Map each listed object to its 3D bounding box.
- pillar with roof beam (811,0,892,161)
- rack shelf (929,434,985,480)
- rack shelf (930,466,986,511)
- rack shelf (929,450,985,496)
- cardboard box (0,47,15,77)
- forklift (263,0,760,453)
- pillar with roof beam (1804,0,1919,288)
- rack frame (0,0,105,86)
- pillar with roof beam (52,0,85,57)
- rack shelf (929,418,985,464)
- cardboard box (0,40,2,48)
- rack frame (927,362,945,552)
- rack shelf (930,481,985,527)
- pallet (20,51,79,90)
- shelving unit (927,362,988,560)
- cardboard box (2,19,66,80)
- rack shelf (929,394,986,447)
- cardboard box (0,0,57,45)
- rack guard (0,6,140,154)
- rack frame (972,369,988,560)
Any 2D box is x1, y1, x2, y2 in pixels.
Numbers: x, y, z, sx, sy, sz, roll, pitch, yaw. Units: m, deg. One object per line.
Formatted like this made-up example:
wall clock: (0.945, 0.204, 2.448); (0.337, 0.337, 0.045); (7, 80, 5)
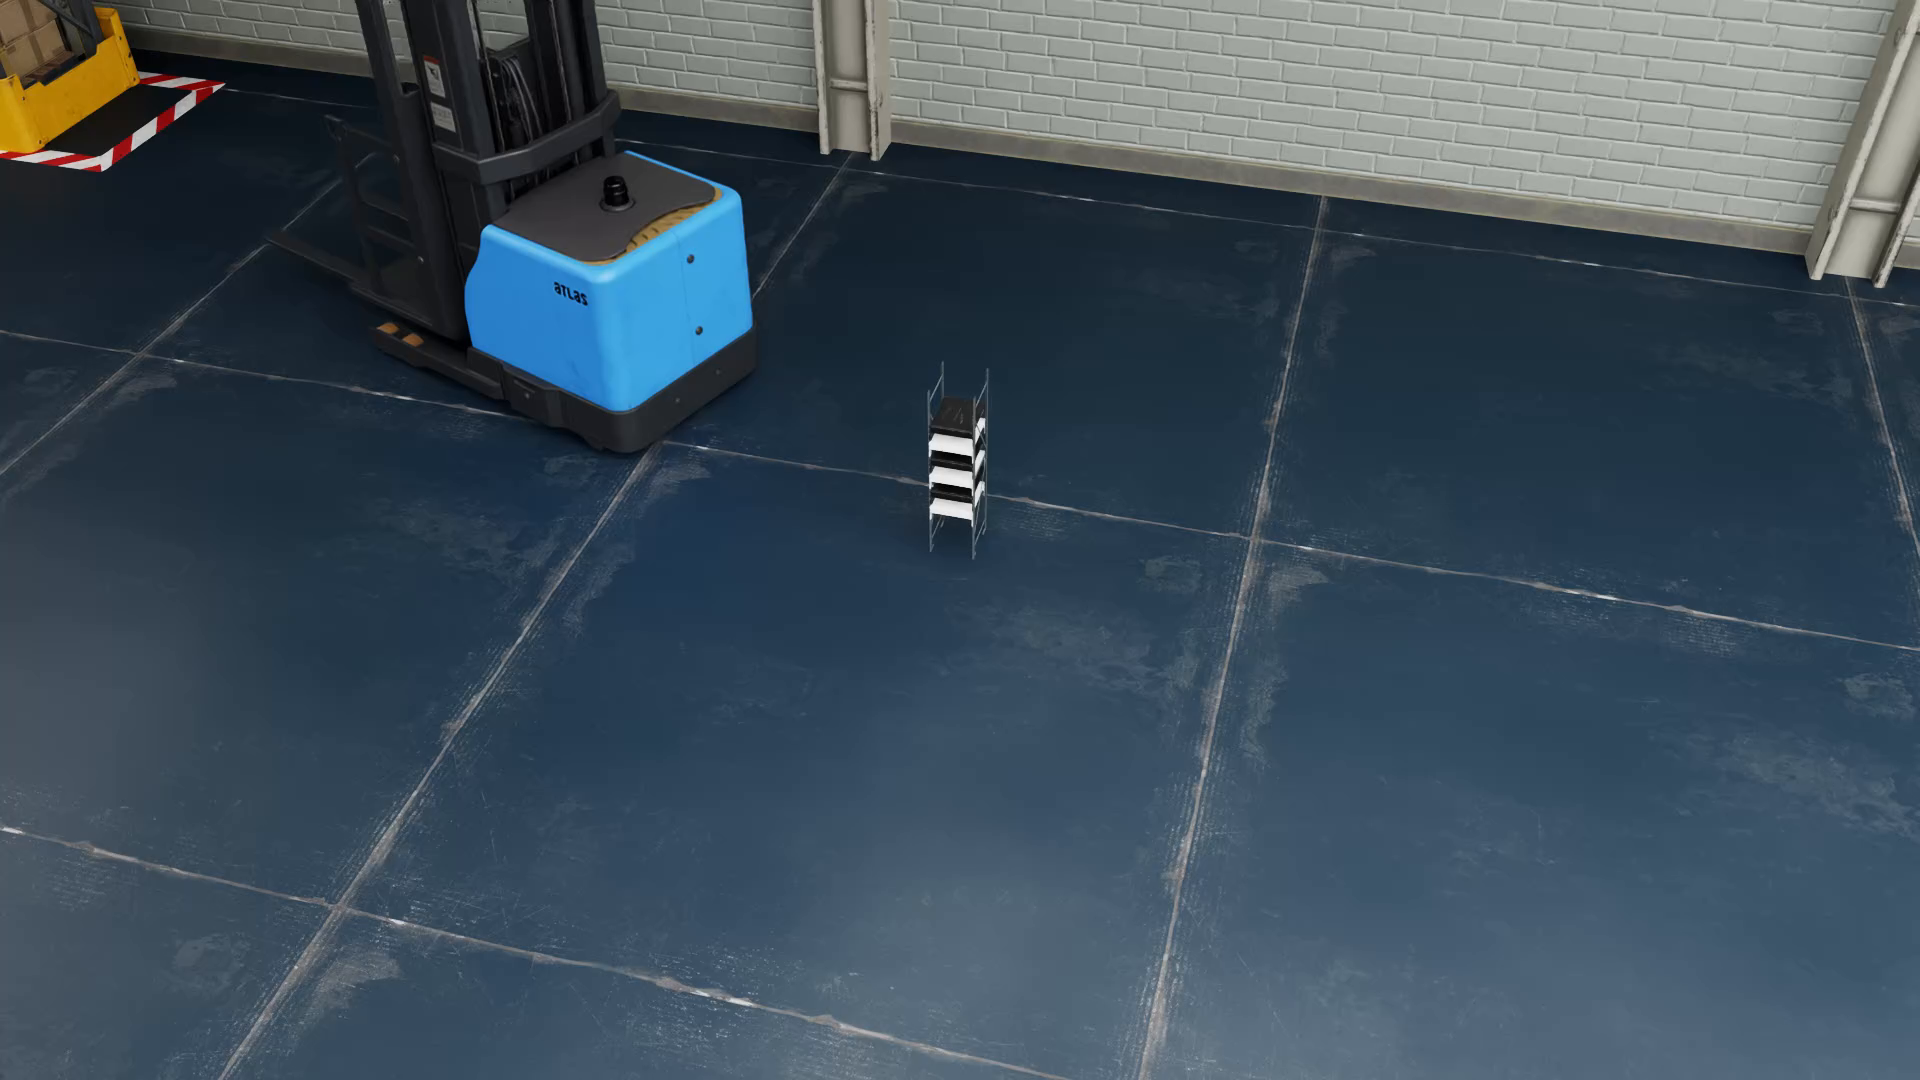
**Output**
pillar with roof beam: (-1.787, -3.334, 4.747); (0.400, 9.000, 9.100); (10, 41, 11)
rack shelf: (-0.008, -0.389, 7.450); (0.200, 0.077, 0.258); (10, 41, 11)
rack shelf: (-0.008, -0.252, 7.566); (0.200, 0.077, 0.258); (10, 41, 11)
rack shelf: (-0.008, -0.320, 7.508); (0.200, 0.077, 0.258); (10, 41, 11)
cardboard box: (-6.566, -3.023, 10.853); (0.500, 0.250, 0.500); (10, 41, 12)
forklift: (-2.554, -2.305, 8.240); (3.031, 2.935, 1.130); (24, 46, 26)
pillar with roof beam: (4.009, -2.337, 3.560); (0.400, 9.000, 9.100); (10, 41, 11)
rack frame: (-6.031, -4.033, 10.244); (0.127, 3.000, 1.000); (10, 41, 11)
pillar with roof beam: (-7.583, -4.331, 5.935); (0.400, 9.000, 9.100); (10, 41, 11)
rack shelf: (-0.008, -0.458, 7.392); (0.200, 0.077, 0.258); (10, 41, 11)
cardboard box: (-6.582, -3.219, 10.698); (0.500, 0.250, 0.500); (9, 41, 11)
rack frame: (-0.106, -0.363, 7.507); (0.006, 0.900, 0.240); (10, 41, 11)
rack shelf: (-0.008, -0.183, 7.624); (0.200, 0.077, 0.258); (10, 41, 11)
pallet: (-6.780, -3.066, 11.261); (1.213, 0.211, 1.003); (10, 41, 11)
shelving unit: (-0.008, -0.346, 7.487); (0.210, 0.900, 0.258); (10, 41, 11)
cardboard box: (-6.455, -3.344, 11.235); (0.500, 0.250, 0.500); (10, 41, 12)
rack shelf: (-0.008, -0.527, 7.335); (0.200, 0.077, 0.258); (10, 41, 11)
cardboard box: (-6.431, -3.540, 11.079); (0.500, 0.250, 0.500); (10, 41, 12)
rack guard: (-6.008, -3.072, 11.043); (0.348, 0.500, 1.175); (10, 41, 11)
rack frame: (0.090, -0.329, 7.467); (0.006, 0.900, 0.240); (10, 41, 11)
